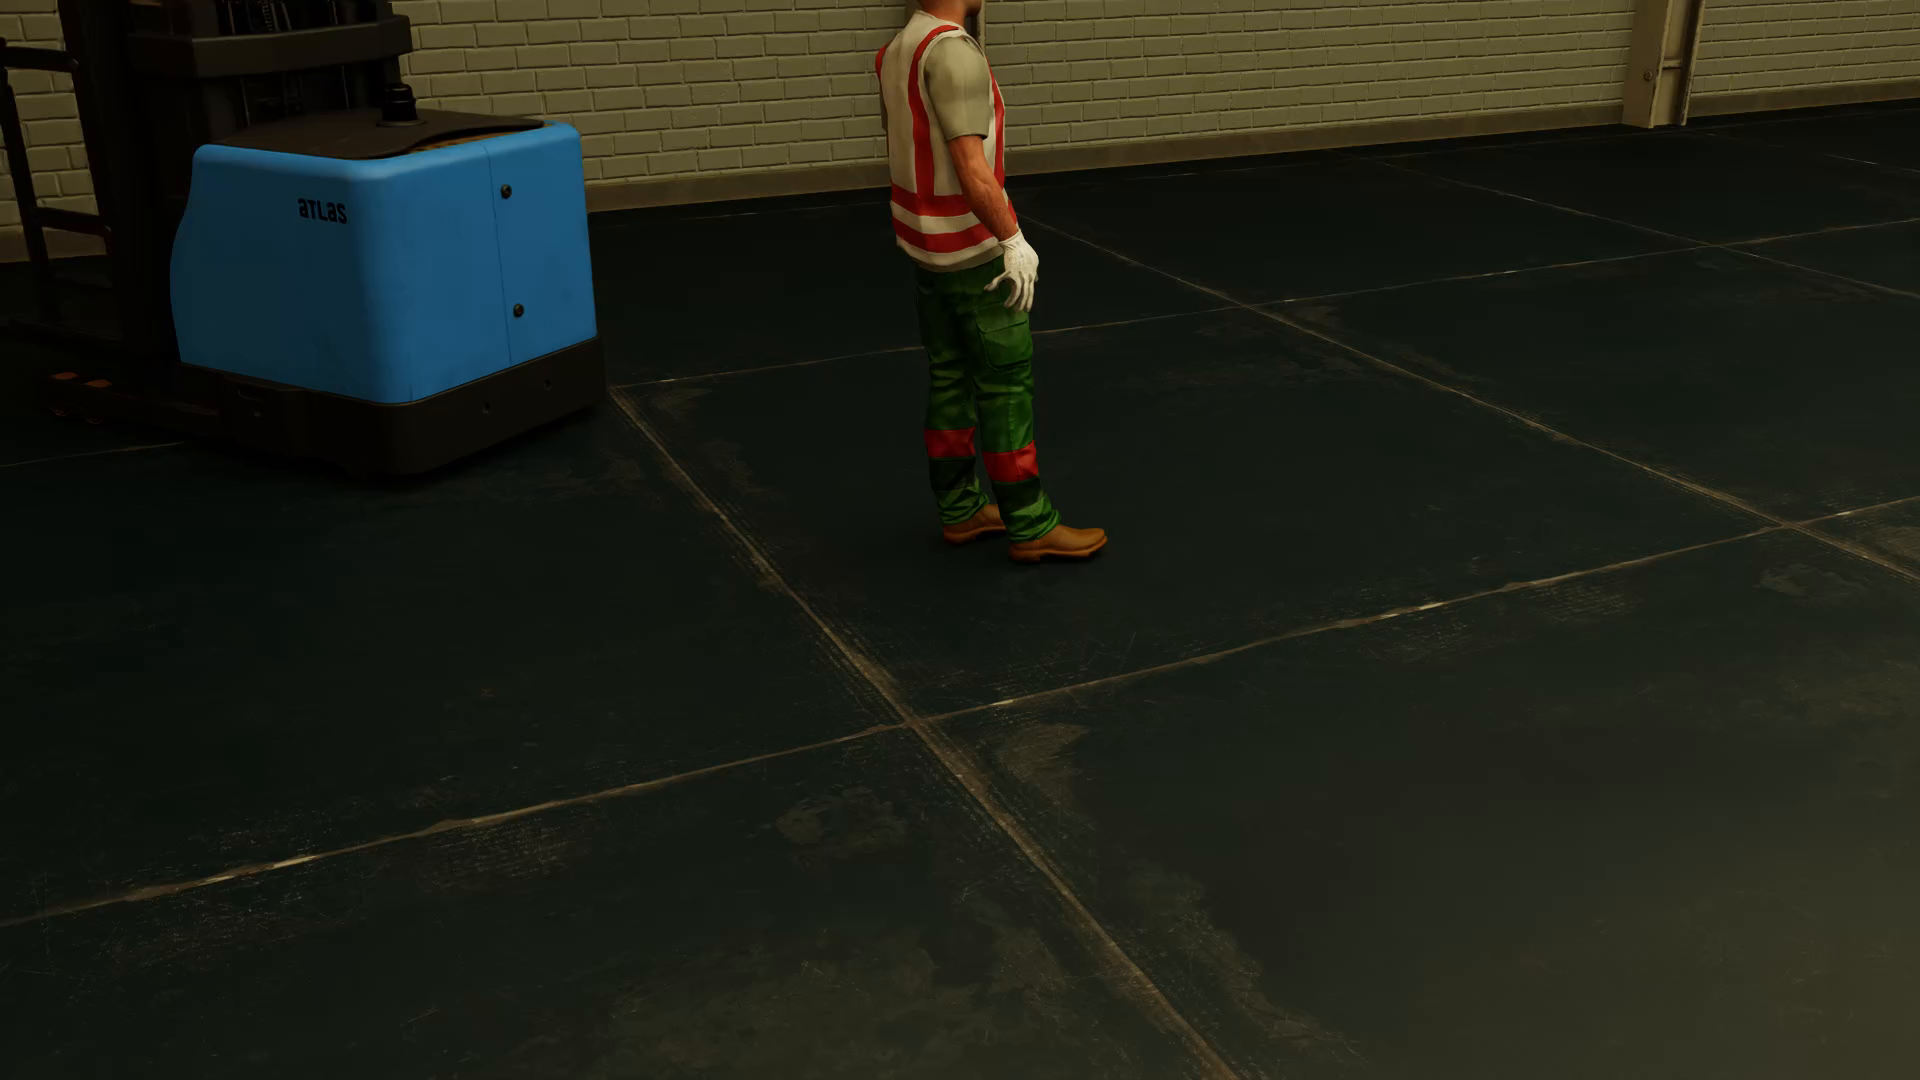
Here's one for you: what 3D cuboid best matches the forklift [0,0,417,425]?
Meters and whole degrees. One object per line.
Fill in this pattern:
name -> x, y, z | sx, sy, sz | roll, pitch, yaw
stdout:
forklift -> -2.856, -1.942, 5.962 | 3.031, 2.935, 1.121 | 12, 25, 27

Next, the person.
person -> 0.014, -0.832, 4.753 | 0.423, 1.688, 0.638 | -10, 25, -23
